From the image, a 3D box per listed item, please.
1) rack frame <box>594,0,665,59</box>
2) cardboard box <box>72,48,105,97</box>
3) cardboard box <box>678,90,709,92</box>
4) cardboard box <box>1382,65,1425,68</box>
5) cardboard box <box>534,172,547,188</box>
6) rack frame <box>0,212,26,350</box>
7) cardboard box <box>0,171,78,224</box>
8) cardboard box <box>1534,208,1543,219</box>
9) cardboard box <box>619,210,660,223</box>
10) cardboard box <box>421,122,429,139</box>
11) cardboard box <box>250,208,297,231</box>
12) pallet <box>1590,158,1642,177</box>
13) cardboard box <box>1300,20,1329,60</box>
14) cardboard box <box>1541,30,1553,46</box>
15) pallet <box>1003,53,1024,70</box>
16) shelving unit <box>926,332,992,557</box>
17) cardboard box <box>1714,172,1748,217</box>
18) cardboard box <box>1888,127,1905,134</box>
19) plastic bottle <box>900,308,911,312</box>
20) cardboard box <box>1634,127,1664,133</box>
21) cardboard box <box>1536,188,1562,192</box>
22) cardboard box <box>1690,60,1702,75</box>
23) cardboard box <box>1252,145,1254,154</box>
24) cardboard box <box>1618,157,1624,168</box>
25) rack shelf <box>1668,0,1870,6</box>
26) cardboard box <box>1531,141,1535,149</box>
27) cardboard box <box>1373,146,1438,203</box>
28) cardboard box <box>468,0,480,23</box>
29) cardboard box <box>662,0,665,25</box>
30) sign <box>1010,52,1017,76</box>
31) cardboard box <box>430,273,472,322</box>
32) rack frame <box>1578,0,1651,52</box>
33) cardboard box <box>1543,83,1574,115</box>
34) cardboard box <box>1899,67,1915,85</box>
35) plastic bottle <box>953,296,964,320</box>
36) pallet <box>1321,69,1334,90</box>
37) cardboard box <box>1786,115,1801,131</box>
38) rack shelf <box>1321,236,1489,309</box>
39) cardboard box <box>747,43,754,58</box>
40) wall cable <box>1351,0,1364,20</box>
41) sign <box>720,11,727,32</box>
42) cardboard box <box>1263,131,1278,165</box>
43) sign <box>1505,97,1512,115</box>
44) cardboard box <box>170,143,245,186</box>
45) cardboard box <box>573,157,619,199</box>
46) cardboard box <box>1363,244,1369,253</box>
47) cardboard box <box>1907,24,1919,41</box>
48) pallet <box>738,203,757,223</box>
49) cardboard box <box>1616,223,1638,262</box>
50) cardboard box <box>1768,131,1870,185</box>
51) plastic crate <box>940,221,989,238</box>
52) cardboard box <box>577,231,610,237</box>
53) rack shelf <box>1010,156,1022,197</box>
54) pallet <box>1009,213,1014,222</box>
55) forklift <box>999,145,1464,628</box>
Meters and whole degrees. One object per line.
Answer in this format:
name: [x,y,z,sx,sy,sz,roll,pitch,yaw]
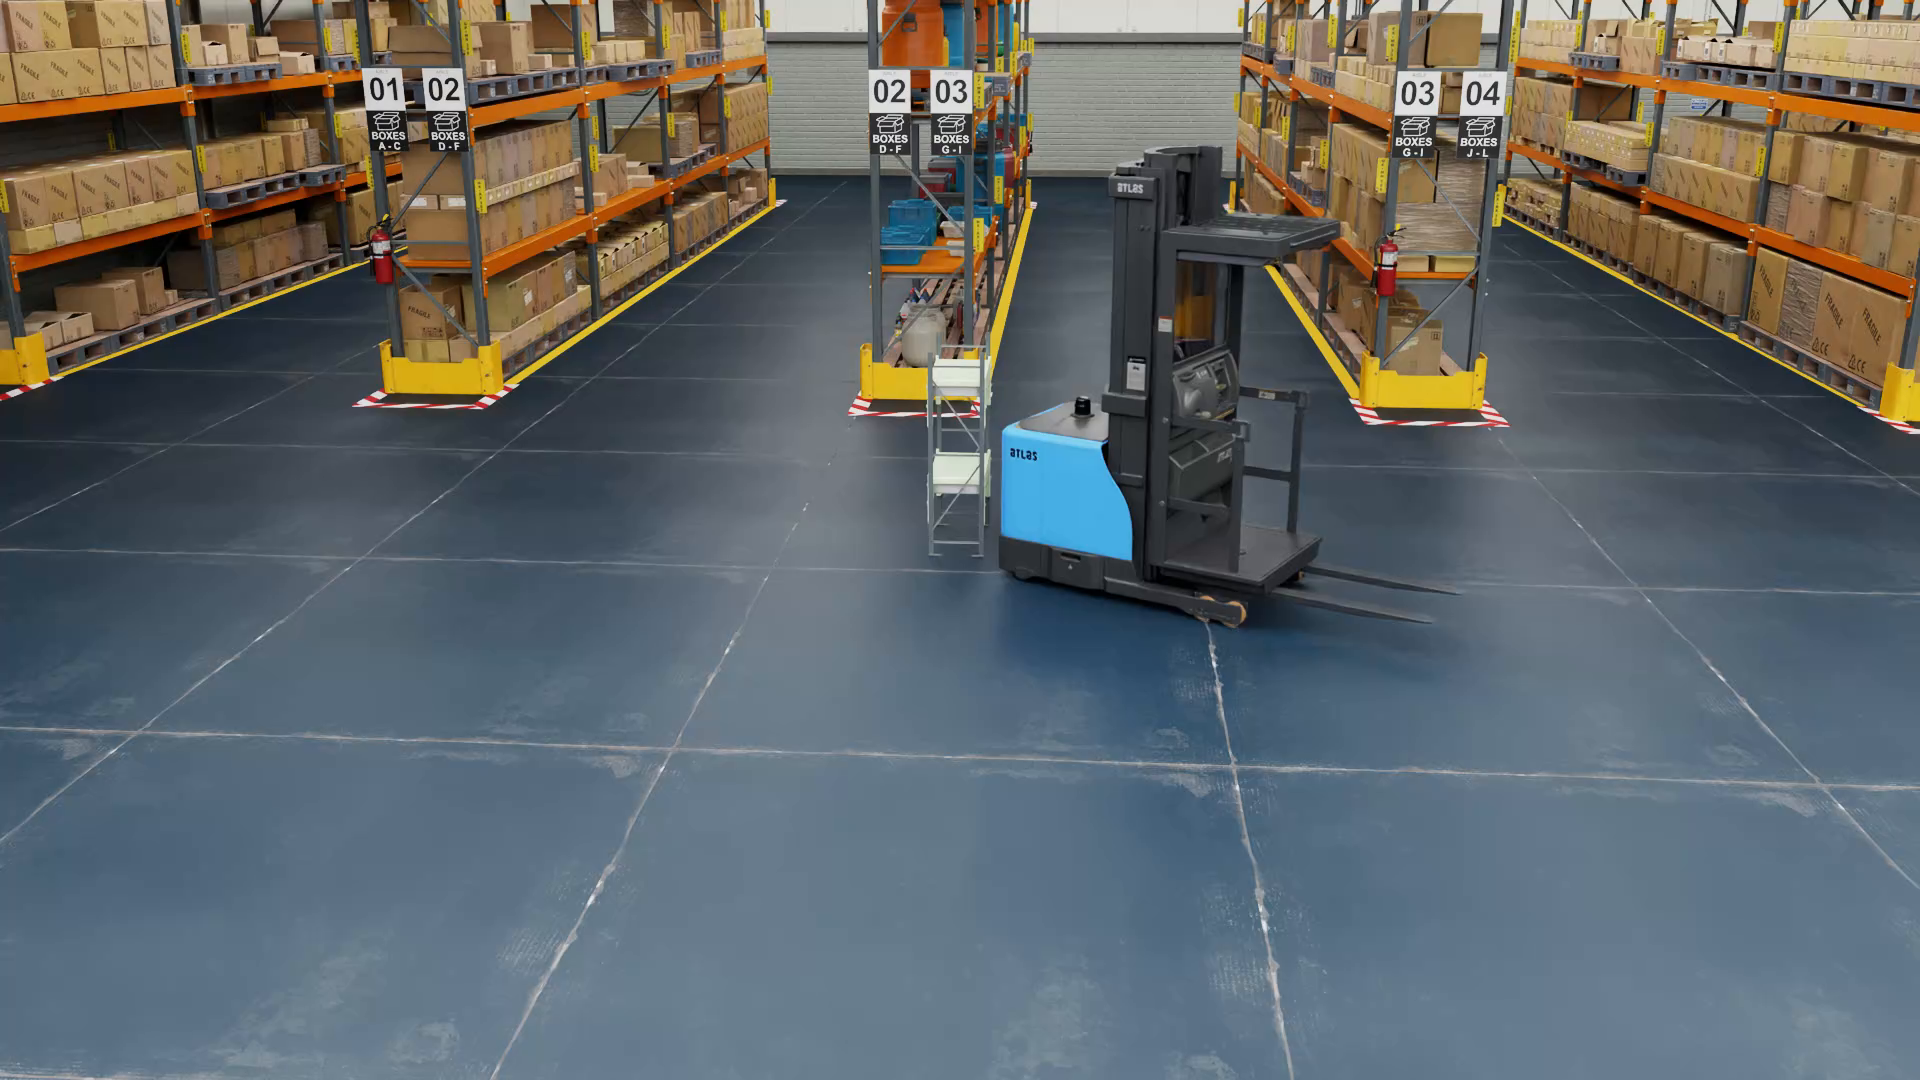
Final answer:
rack frame: [-4.735,-8.311,23.335,1.000,3.000,0.127,1,18,4]
cardboard box: [-9.852,-5.160,18.342,0.500,0.500,0.500,2,18,7]
cardboard box: [-4.636,-7.547,28.871,0.500,0.500,0.500,1,18,3]
cardboard box: [4.463,-4.708,16.757,0.380,0.149,0.250,2,18,5]
cardboard box: [-4.920,-4.090,18.885,0.380,0.149,0.250,2,18,5]
rack frame: [-10.250,-3.085,17.020,1.000,3.000,0.127,1,18,4]
cardboard box: [-9.870,-3.674,17.823,0.500,0.500,0.500,1,18,4]
cardboard box: [10.135,-5.634,28.702,0.380,0.149,0.250,1,18,4]
cardboard box: [-4.902,-4.777,25.492,0.500,0.500,0.500,2,18,6]
cardboard box: [-9.171,-6.861,27.874,0.500,0.500,0.500,1,18,3]
cardboard box: [-9.779,-4.547,23.585,0.500,0.250,0.500,2,18,5]
pallet: [10.187,-5.620,25.066,1.003,0.211,1.213,1,18,4]
cardboard box: [4.815,-6.650,22.121,0.500,0.500,0.500,1,18,4]
cardboard box: [10.249,-8.565,28.367,0.500,0.250,0.500,1,18,2]
pallet: [0.455,-7.328,25.457,1.003,0.211,1.213,1,18,4]
shelving unit: [0.000,-0.711,12.183,0.431,1.500,0.755,1,18,4]
cardboard box: [9.606,-4.226,20.341,0.500,0.500,0.500,1,18,3]
cardboard box: [14.999,-6.651,26.138,0.500,0.500,0.500,1,18,5]
plastic bottle: [-0.618,-2.479,18.840,0.152,0.276,0.135,1,18,2]
cardboard box: [10.444,-6.167,25.200,0.380,0.149,0.250,0,18,1]
cardboard box: [10.285,-6.063,29.058,0.380,0.149,0.250,1,18,4]
cardboard box: [10.392,-6.740,23.197,0.500,0.500,0.500,1,18,4]
cardboard box: [5.164,-6.622,28.219,0.380,0.149,0.250,1,18,3]
cardboard box: [9.682,-5.416,23.864,0.380,0.149,0.250,1,18,4]
rack shelf: [9.942,-6.793,20.501,1.077,0.370,4.000,1,18,4]
cardboard box: [10.288,-6.962,29.256,0.380,0.149,0.250,1,18,3]
cardboard box: [4.365,-3.593,16.328,0.500,0.500,0.500,1,18,4]
cardboard box: [-8.959,-9.461,29.863,0.500,0.500,0.500,0,18,1]
cardboard box: [-4.661,-7.702,24.527,0.500,0.500,0.500,1,18,4]
sign: [0.755,-6.714,23.446,0.100,0.325,0.005,1,18,4]
cardboard box: [-5.510,-2.709,18.409,0.500,0.500,0.500,1,18,4]
rack frame: [10.372,-9.189,26.014,1.000,3.000,0.127,1,18,4]
cardboard box: [10.219,-7.473,28.169,0.500,0.500,0.500,2,18,5]
cardboard box: [9.234,-4.433,15.885,0.380,0.149,0.250,2,18,5]
plastic bottle: [-0.003,-2.750,19.666,0.152,0.276,0.135,1,18,4]
pallet: [5.009,-5.521,19.939,1.213,0.211,1.003,1,18,4]
cardboard box: [15.283,-7.406,30.047,0.500,0.500,0.500,1,18,3]
rack shelf: [4.715,-3.032,18.015,1.077,0.370,4.000,1,18,4]
cardboard box: [-4.005,-8.823,29.955,0.500,0.250,0.500,1,18,4]
wall cable: [9.562,-13.781,34.863,2.277,5.999,0.120,1,18,4]
sign: [-3.894,-8.549,27.417,0.100,0.325,0.005,1,18,4]
cardboard box: [5.115,-6.234,26.471,0.500,0.500,0.500,1,18,4]
sign: [10.118,-8.004,30.641,0.100,0.325,0.005,1,18,4]
cardboard box: [-9.845,-4.914,21.736,0.700,0.500,0.500,3,18,10]
cardboard box: [-4.877,-4.822,22.163,0.500,0.500,0.500,1,18,4]
cardboard box: [4.460,-3.115,17.517,0.380,0.149,0.250,1,18,4]
cardboard box: [9.235,-4.812,15.763,0.380,0.149,0.250,2,18,5]
pallet: [-4.313,-5.970,30.305,1.003,0.211,1.213,1,18,4]
cardboard box: [9.872,-4.317,24.122,0.500,0.500,0.500,1,18,4]
cardboard box: [9.738,-4.324,18.826,0.875,0.550,0.550,1,18,4]
plastic crate: [0.055,-3.471,18.621,0.530,0.136,0.437,1,18,4]
cardboard box: [-5.134,-4.142,23.086,0.500,0.311,0.500,1,18,2]
rack shelf: [0.349,-5.628,25.935,1.077,0.370,4.000,1,18,4]
pallet: [0.506,-5.495,28.853,1.003,0.211,1.213,1,18,4]
forklift: [1.788,-1.018,10.822,3.031,2.935,1.130,11,21,31]
